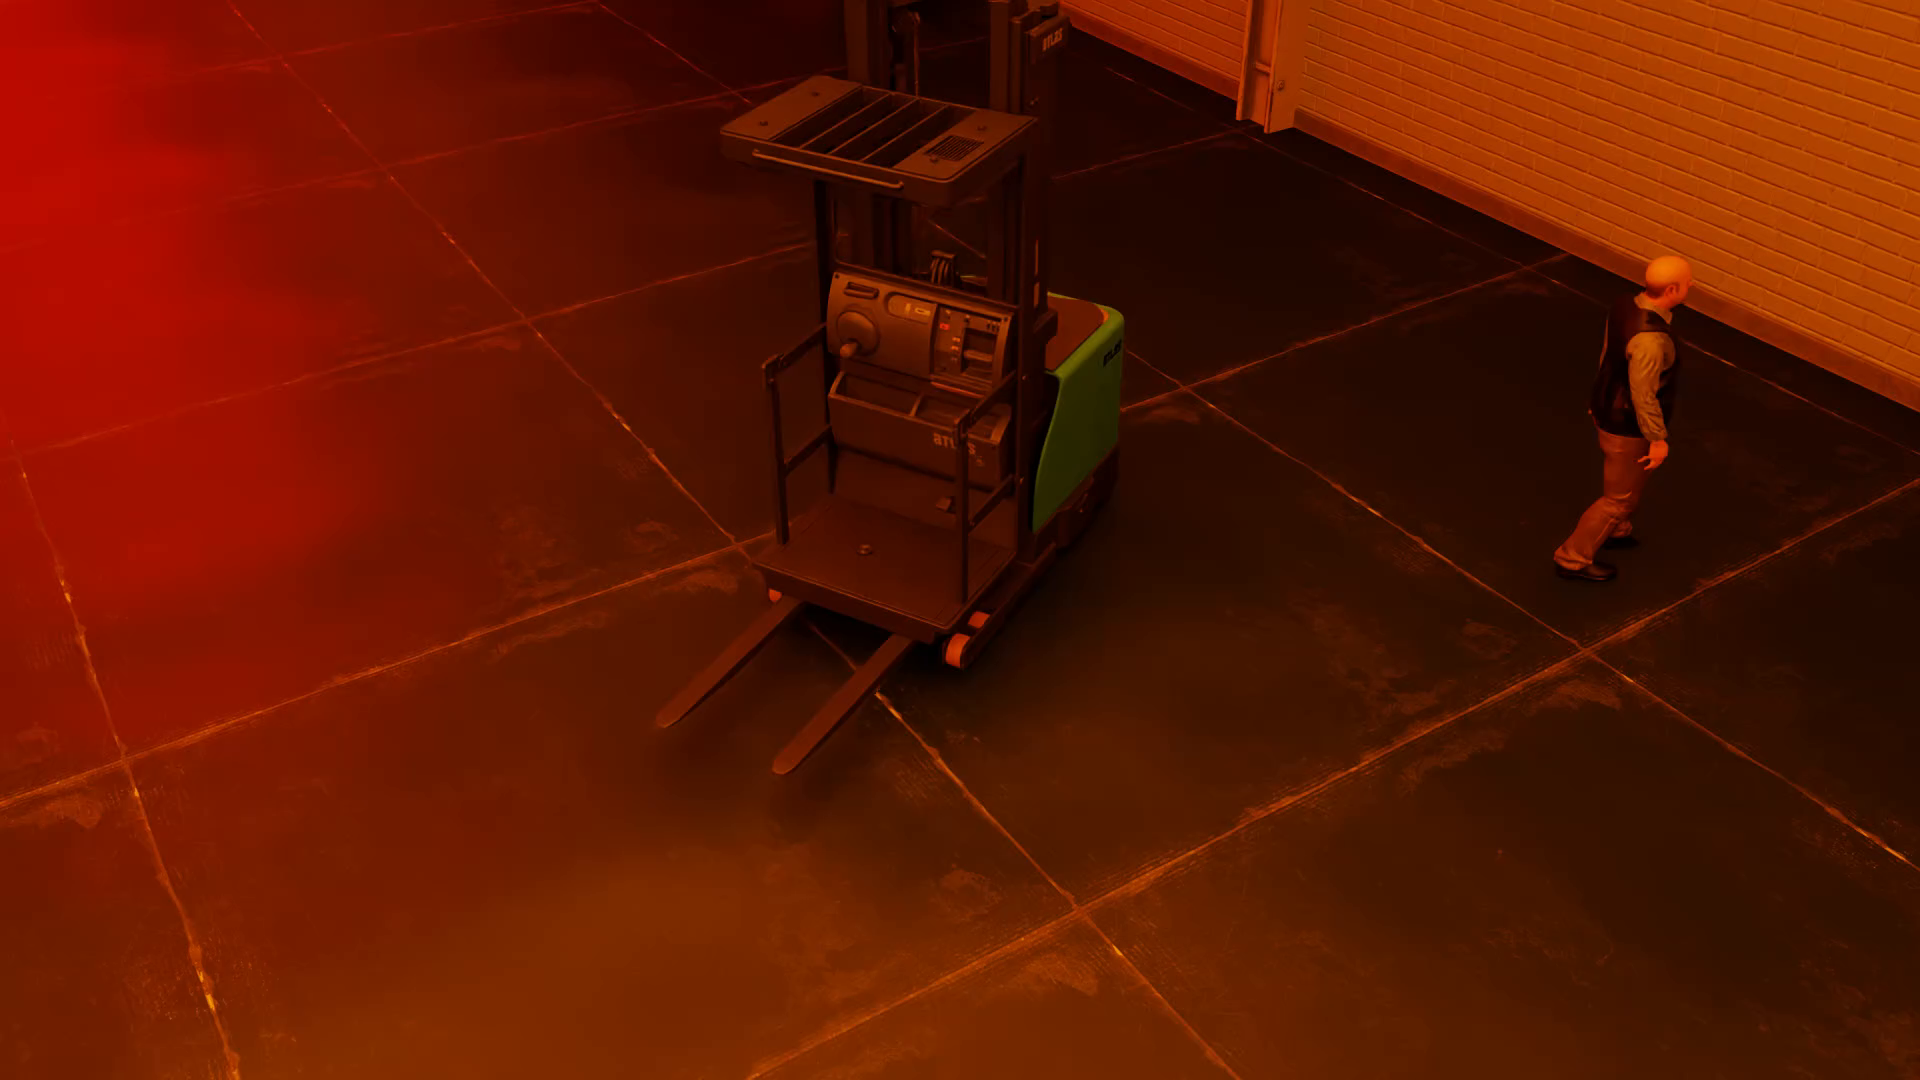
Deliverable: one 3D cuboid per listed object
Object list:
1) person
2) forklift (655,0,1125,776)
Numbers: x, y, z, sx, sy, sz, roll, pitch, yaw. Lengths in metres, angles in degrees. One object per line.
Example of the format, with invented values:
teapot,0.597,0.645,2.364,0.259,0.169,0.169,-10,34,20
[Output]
person,3.291,-0.553,8.043,0.551,1.758,0.617,4,35,5
forklift,-0.296,-0.892,7.418,1.130,2.935,3.031,18,39,23
